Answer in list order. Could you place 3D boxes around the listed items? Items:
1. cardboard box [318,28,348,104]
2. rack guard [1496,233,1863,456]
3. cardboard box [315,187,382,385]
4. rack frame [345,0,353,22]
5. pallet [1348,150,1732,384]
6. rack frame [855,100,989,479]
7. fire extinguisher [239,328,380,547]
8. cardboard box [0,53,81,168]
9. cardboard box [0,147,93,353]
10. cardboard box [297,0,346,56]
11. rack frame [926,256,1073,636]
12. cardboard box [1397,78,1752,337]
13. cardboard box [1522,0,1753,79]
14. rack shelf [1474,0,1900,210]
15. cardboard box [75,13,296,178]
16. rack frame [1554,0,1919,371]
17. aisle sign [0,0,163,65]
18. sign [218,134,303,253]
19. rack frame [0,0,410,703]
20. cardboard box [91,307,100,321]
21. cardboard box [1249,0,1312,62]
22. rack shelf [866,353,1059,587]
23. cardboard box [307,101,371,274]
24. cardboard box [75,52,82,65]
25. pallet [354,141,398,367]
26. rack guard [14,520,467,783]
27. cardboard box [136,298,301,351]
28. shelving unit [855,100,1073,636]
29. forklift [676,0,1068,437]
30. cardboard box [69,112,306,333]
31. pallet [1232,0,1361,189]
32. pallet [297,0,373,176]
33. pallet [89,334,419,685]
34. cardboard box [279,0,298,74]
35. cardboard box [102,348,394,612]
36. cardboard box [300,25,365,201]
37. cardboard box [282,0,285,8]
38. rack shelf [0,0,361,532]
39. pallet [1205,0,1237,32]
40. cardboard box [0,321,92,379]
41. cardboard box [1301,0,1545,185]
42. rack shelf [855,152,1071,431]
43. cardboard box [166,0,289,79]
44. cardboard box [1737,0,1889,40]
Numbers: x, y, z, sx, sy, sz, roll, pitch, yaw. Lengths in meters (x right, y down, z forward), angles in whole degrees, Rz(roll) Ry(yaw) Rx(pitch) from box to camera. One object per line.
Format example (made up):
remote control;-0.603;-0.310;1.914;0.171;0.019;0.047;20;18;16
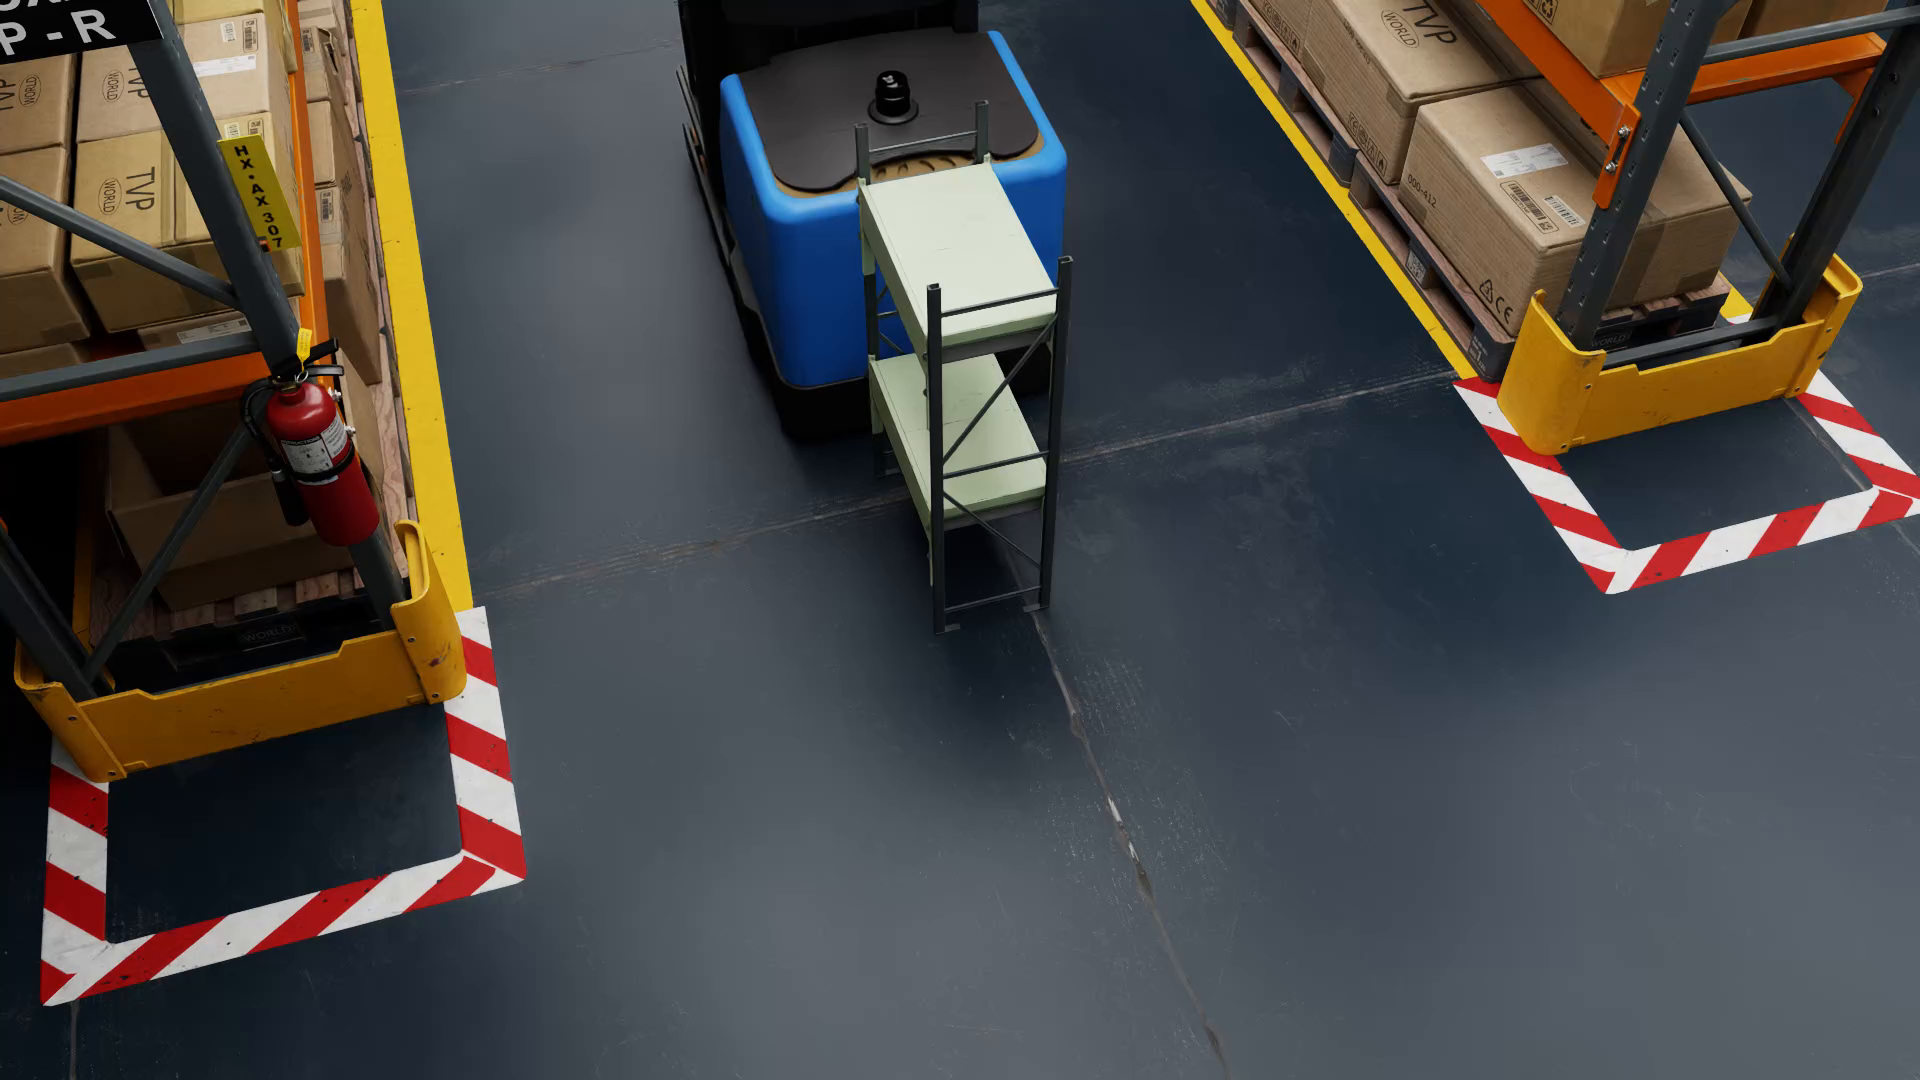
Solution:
cardboard box;-2.793;-1.982;6.973;0.396;0.266;0.258;-12;51;-10
rack guard;2.587;-0.709;6.021;1.175;0.500;0.348;-13;51;-11
cardboard box;-2.467;-0.839;5.855;0.700;0.500;0.500;-11;51;-9
rack frame;-3.344;-3.329;6.595;1.000;3.000;0.127;-13;51;-11
pallet;2.269;-1.200;6.624;1.003;0.211;1.213;-13;51;-11
rack frame;-0.110;-0.756;5.406;0.400;1.500;0.023;-13;51;-11
fire extinguisher;-1.676;-0.260;4.301;0.296;0.674;0.183;-13;51;-11
cardboard box;-2.702;-1.108;4.626;0.500;0.250;0.500;-13;51;-11
cardboard box;-2.550;-0.731;4.308;0.500;0.250;0.500;-12;51;-10
cardboard box;-2.898;-2.205;7.237;0.380;0.149;0.250;-15;51;-12
rack frame;0.106;-0.221;4.955;0.400;1.500;0.023;-13;51;-11
cardboard box;2.289;-1.302;6.287;0.875;0.438;0.875;-15;51;-12
cardboard box;2.184;-1.857;5.289;0.500;0.500;0.500;-13;51;-11
rack shelf;1.988;-2.762;6.587;1.077;0.370;4.000;-13;51;-11
cardboard box;-2.187;-1.216;4.717;0.500;0.250;0.500;-13;51;-11
rack frame;2.580;-1.533;5.080;1.000;3.000;0.127;-13;51;-11
aisle sign;-1.860;-1.262;3.152;0.394;0.787;0.004;-13;51;-11
sign;-1.643;-0.810;3.904;0.100;0.325;0.005;-13;51;-11
rack frame;-2.161;-0.408;4.132;1.000;3.000;0.127;-13;51;-11
cardboard box;-2.532;-0.707;4.549;0.380;0.149;0.250;-12;51;-10
cardboard box;1.745;-2.627;7.404;0.875;0.438;0.875;-15;51;-12
rack shelf;-0.002;-0.278;5.430;0.431;0.370;0.720;-13;51;-11
cardboard box;-2.528;-1.247;6.200;0.500;0.500;0.500;-12;51;-10
cardboard box;-2.844;-1.471;4.932;0.500;0.250;0.500;-12;51;-10
pallet;-2.777;-1.036;6.485;1.003;0.211;1.213;-13;51;-11
rack guard;-2.183;0.342;5.134;1.175;0.500;0.348;-13;51;-11
cardboard box;-1.996;-0.629;4.483;0.380;0.149;0.250;-14;51;-11
shelving unit;-0.002;-0.488;5.181;0.431;1.500;0.755;-13;51;-11
forklift;-0.538;-2.472;5.917;1.130;2.935;3.031;-13;51;-11
cardboard box;-2.038;-0.848;4.406;0.500;0.250;0.500;-13;51;-11
pallet;1.911;-2.090;7.374;1.003;0.211;1.213;-13;51;-11
pallet;-3.142;-1.929;7.238;1.003;0.211;1.213;-13;51;-11
pallet;-2.420;-0.146;5.736;1.003;0.211;1.213;-13;51;-11
cardboard box;-2.329;-1.581;5.285;0.380;0.149;0.250;-15;51;-12
cardboard box;-2.251;-0.207;5.320;0.797;0.503;0.637;-15;52;-12
cardboard box;-2.774;-1.597;6.495;0.700;0.500;0.500;-15;52;-12
cardboard box;-2.427;-1.769;5.443;0.380;0.149;0.250;-12;51;-10
rack shelf;-2.752;-1.637;5.638;1.077;0.370;4.000;-13;51;-11
pallet;1.547;-2.982;8.126;1.003;0.211;1.213;-13;51;-11
cardboard box;-2.515;-0.508;4.381;0.380;0.149;0.250;-14;51;-11
cardboard box;2.010;-1.968;6.848;0.875;0.438;0.875;-12;51;-10
rack shelf;-0.002;-0.740;4.882;0.431;0.370;0.720;-13;51;-11
cardboard box;-2.340;-1.585;5.028;0.500;0.250;0.500;-14;51;-12
cardboard box;2.712;-1.980;5.392;0.500;0.500;0.500;-14;51;-11
